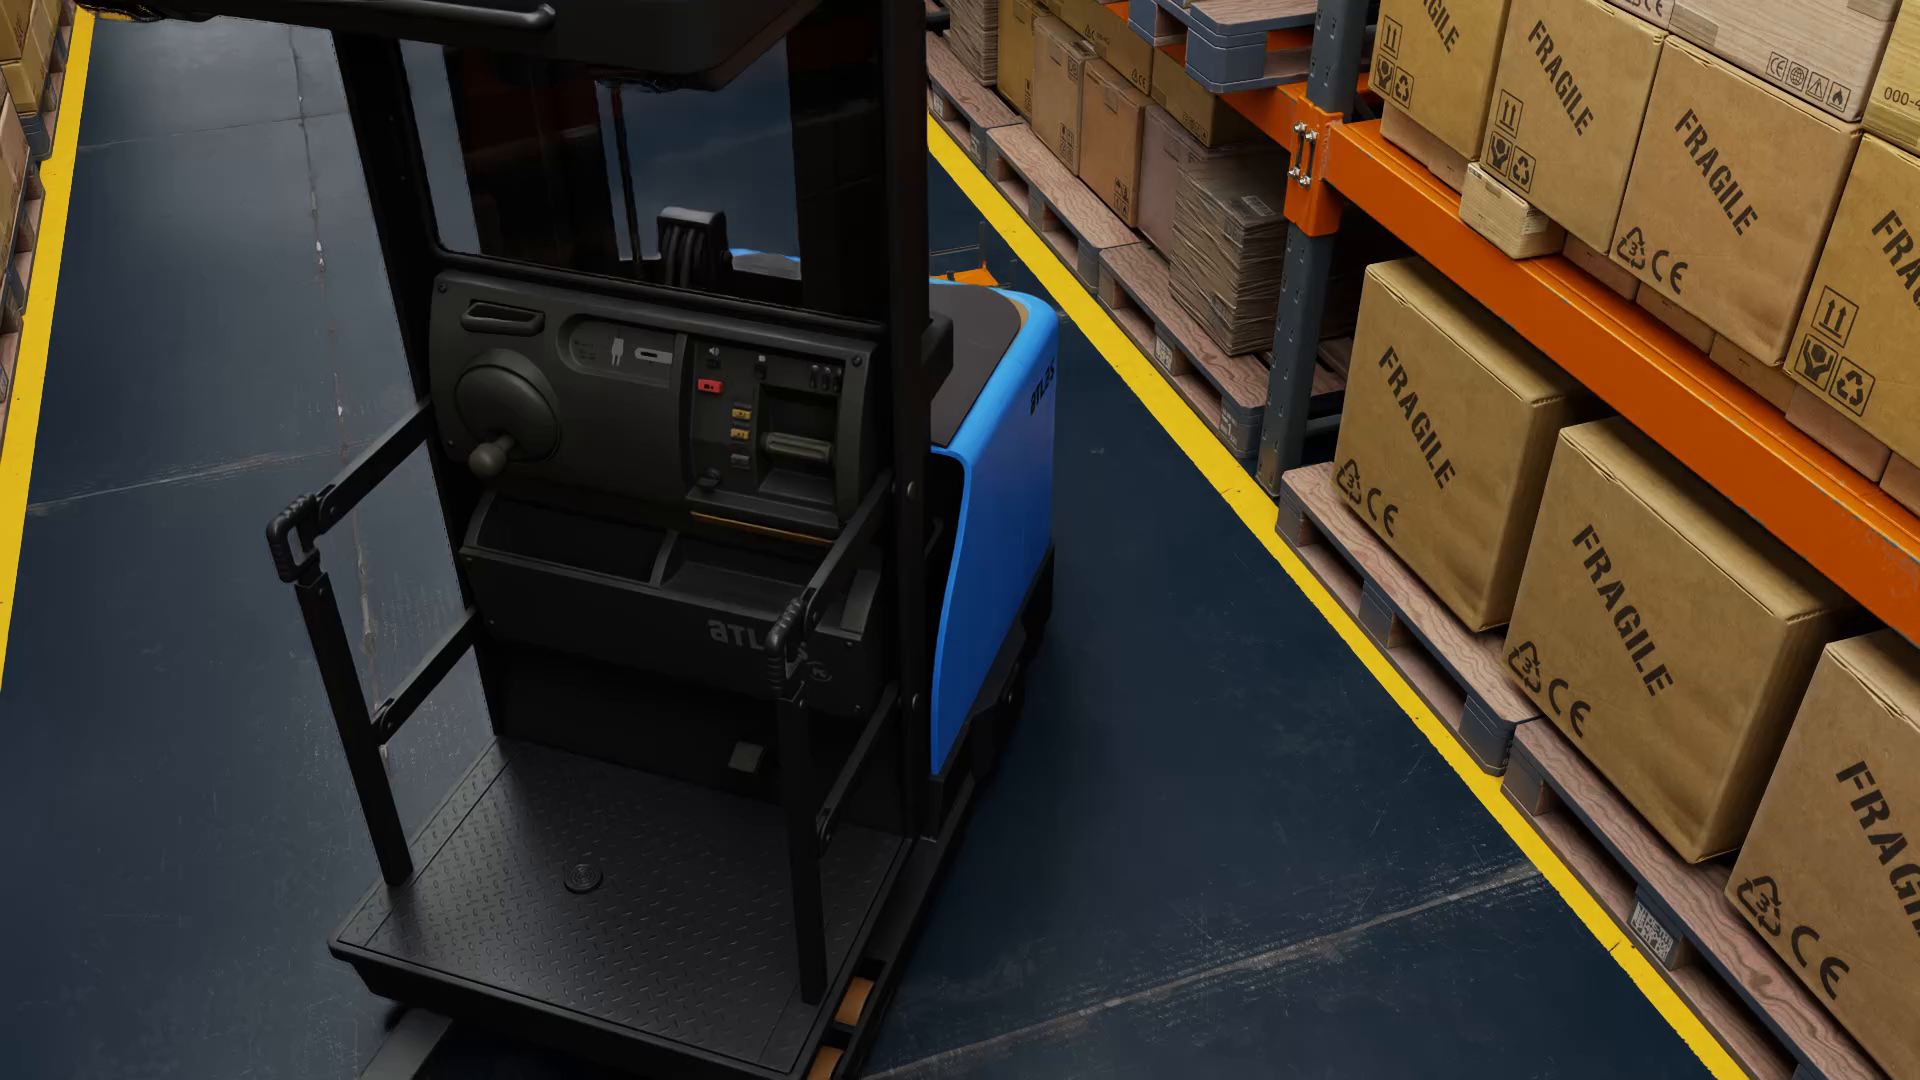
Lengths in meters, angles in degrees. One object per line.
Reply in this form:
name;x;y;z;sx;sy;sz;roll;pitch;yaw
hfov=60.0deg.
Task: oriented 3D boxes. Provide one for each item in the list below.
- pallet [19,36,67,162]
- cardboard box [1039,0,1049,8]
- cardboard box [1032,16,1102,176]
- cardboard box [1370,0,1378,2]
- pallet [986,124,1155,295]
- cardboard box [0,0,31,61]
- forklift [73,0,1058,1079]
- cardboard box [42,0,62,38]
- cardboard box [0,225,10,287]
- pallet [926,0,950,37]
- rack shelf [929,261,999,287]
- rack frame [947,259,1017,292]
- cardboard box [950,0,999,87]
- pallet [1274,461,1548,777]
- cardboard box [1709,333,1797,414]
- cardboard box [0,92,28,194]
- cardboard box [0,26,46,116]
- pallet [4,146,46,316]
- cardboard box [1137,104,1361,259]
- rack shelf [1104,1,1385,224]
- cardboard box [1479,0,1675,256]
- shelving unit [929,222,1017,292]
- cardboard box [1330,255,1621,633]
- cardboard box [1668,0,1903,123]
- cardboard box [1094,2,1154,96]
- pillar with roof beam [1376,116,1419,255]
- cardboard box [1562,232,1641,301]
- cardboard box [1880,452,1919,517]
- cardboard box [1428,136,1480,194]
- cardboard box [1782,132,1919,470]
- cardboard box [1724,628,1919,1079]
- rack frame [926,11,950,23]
pallet;-4.793;-2.042;7.785;1.003;0.211;1.213;-12;39;-16
cardboard box;0.515;-2.542;7.220;0.500;0.250;0.500;-13;39;-17
cardboard box;0.723;-1.912;7.007;0.700;0.500;0.500;-12;39;-15
cardboard box;1.297;-1.945;4.890;0.700;0.500;0.500;-17;40;-21
pallet;0.784;-1.482;7.042;1.003;0.211;1.213;-12;39;-16
cardboard box;-4.424;-2.393;7.247;0.500;0.500;0.500;-12;39;-16
forklift;-0.682;-0.196;3.074;1.130;2.935;3.031;11;38;15
cardboard box;-4.768;-2.659;8.223;0.500;0.250;0.500;-12;39;-16
cardboard box;-3.795;-1.018;6.044;0.500;0.250;0.500;-12;39;-15
pallet;-0.173;-2.984;9.035;1.003;0.211;1.213;-12;39;-16
rack shelf;0.018;-0.607;4.730;0.215;0.259;0.240;-12;39;-16
rack frame;0.060;-0.320;4.803;0.200;1.050;0.008;-12;39;-16
cardboard box;0.360;-2.490;7.775;0.700;0.500;0.500;-11;38;-14
pallet;1.669;0.109;4.930;1.003;0.211;1.213;-12;39;-16
cardboard box;1.833;-0.418;3.504;0.380;0.149;0.250;-12;39;-15
cardboard box;-4.143;-1.593;6.808;0.500;0.250;0.500;-13;39;-16
cardboard box;-4.433;-2.092;7.470;0.500;0.250;0.500;-12;39;-16
pallet;-4.268;-1.176;6.635;1.003;0.211;1.213;-12;39;-16
cardboard box;1.103;-1.354;6.266;0.700;0.500;0.500;-13;39;-16
rack shelf;0.780;-2.308;6.419;1.077;0.370;4.000;-12;39;-16
cardboard box;1.566;-1.007;3.747;0.500;0.500;0.500;-11;38;-14
shelving unit;0.018;-0.389;4.894;0.215;1.050;0.252;-12;39;-16
cardboard box;1.598;-0.332;4.635;0.750;0.750;0.750;-13;39;-17
cardboard box;1.744;-1.037;3.163;0.500;0.250;0.500;-12;39;-16
cardboard box;0.852;-1.963;6.451;0.500;0.250;0.500;-13;39;-16
pillar with roof beam;-2.209;-3.884;2.927;9.100;9.000;0.400;-12;39;-16
cardboard box;1.657;-0.711;3.893;0.380;0.149;0.250;-13;39;-16
cardboard box;1.986;-0.125;3.115;0.380;0.149;0.250;-11;38;-15
cardboard box;1.442;-0.995;4.270;0.380;0.149;0.250;-12;39;-15
cardboard box;1.923;-0.434;2.986;0.500;0.500;0.500;-11;38;-15
cardboard box;2.190;0.643;3.341;0.750;0.750;0.750;-11;38;-15
rack frame;0.092;-3.725;7.703;1.000;3.000;0.127;-12;39;-16
